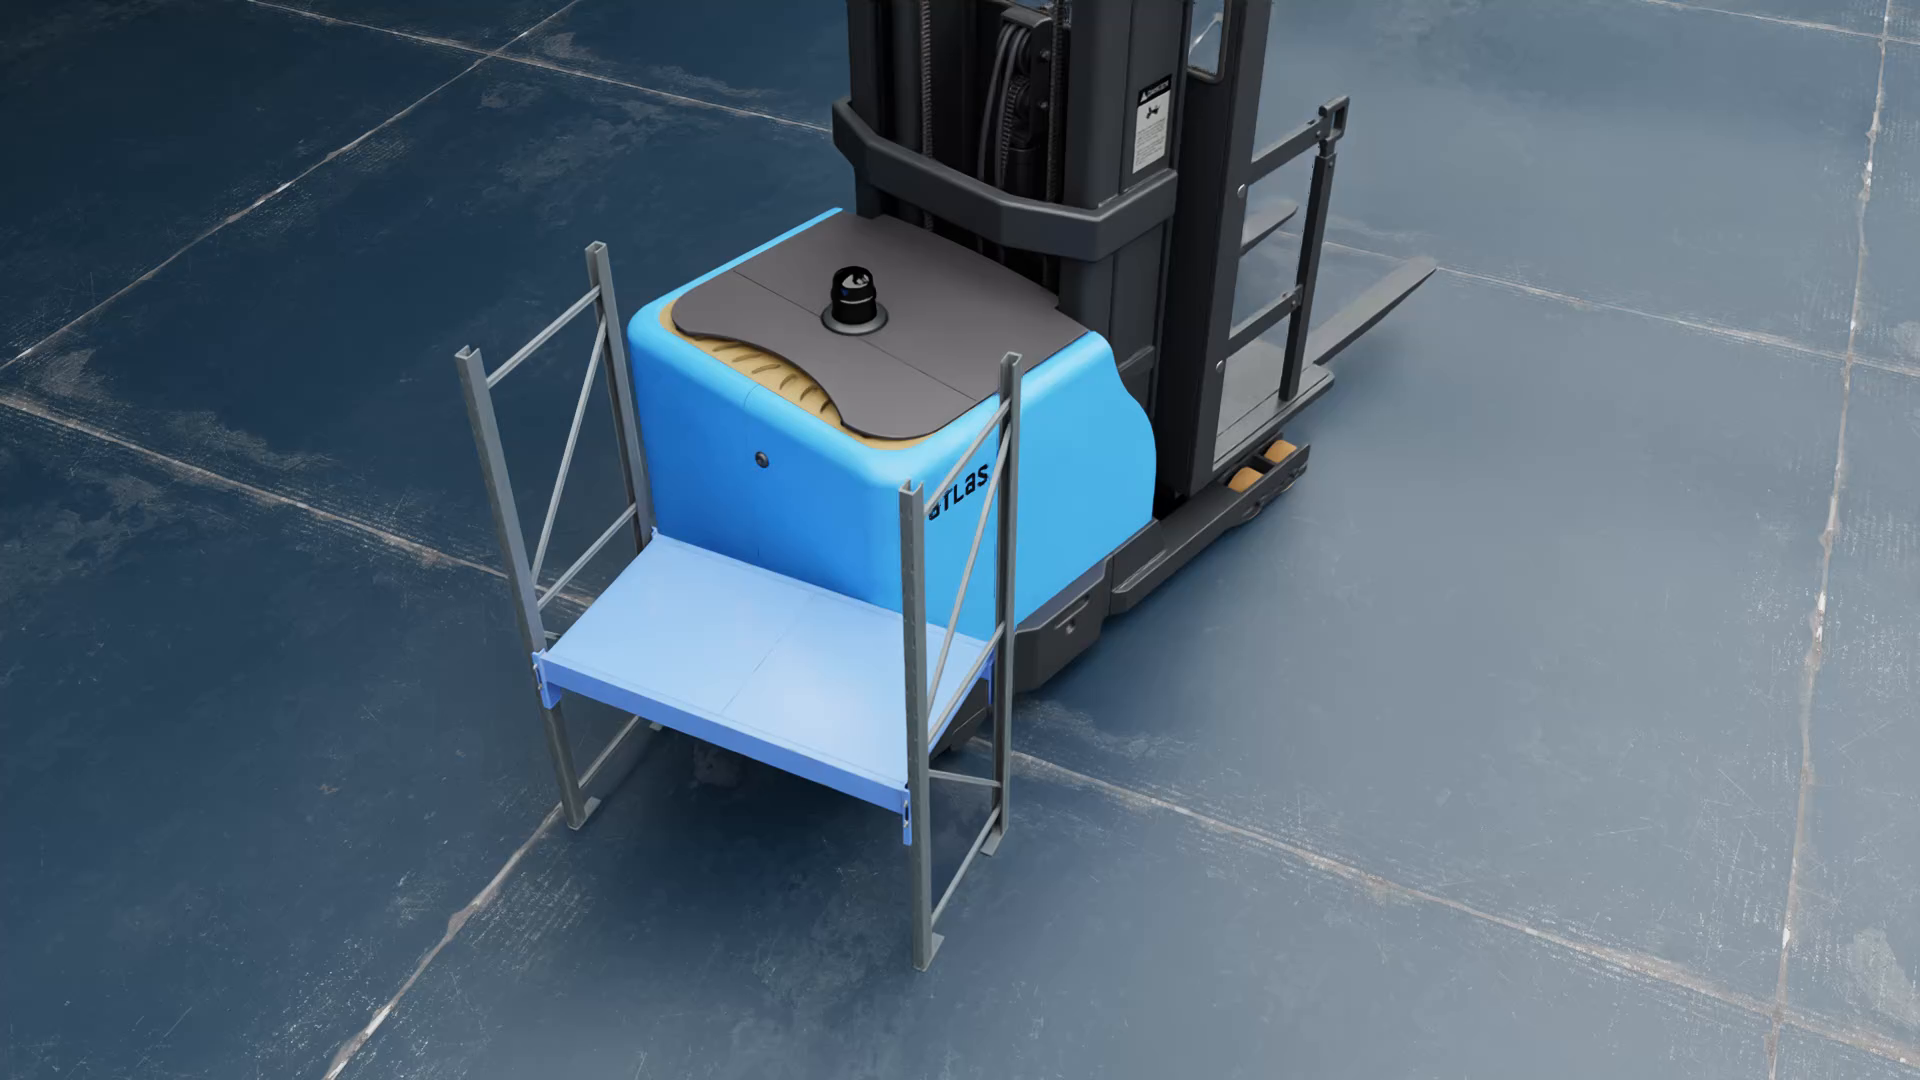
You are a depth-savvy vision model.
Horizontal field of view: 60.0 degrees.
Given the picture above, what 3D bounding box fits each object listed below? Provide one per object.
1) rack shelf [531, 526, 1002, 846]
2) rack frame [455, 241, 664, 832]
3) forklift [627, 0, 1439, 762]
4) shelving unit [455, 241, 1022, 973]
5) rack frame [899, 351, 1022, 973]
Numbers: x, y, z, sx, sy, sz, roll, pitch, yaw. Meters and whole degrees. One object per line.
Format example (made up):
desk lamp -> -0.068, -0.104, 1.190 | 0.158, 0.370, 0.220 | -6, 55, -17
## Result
rack shelf -> -0.452, 0.326, 4.004 | 1.000, 0.185, 0.538 | 17, 44, 19
rack frame -> -0.912, 0.047, 4.051 | 0.032, 1.500, 0.500 | 17, 44, 19
forklift -> 0.486, -1.375, 4.599 | 1.130, 2.935, 3.031 | 31, 50, 31
shelving unit -> -0.452, 0.190, 3.886 | 1.048, 1.500, 0.538 | 17, 44, 19
rack frame -> 0.007, 0.332, 3.722 | 0.032, 1.500, 0.500 | 17, 44, 19
